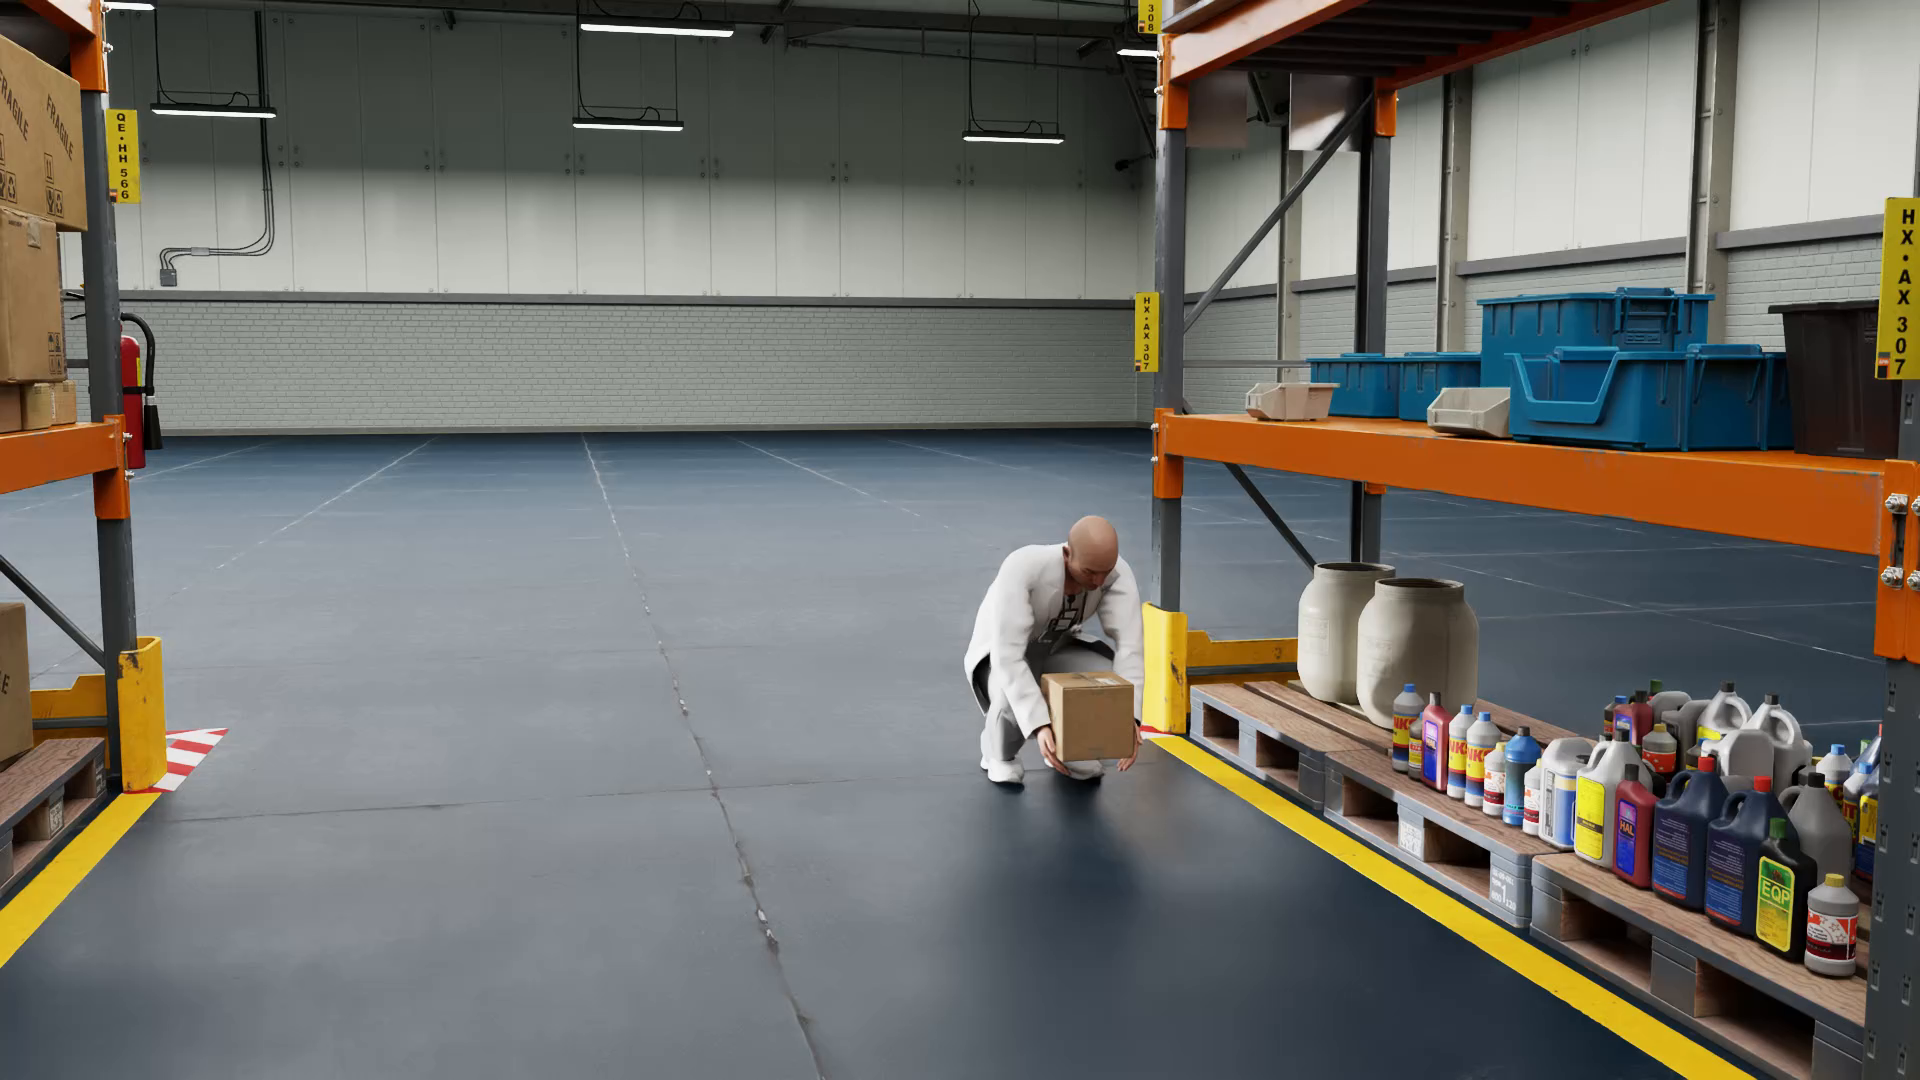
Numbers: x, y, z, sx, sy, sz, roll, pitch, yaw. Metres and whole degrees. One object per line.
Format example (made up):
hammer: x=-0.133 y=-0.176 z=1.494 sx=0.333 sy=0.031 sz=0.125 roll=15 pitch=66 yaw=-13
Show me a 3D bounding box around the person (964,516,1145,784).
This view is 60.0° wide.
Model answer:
person: x=0.339 y=0.398 z=5.947 sx=0.604 sy=0.978 sz=0.903 roll=-2 pitch=6 yaw=-16
